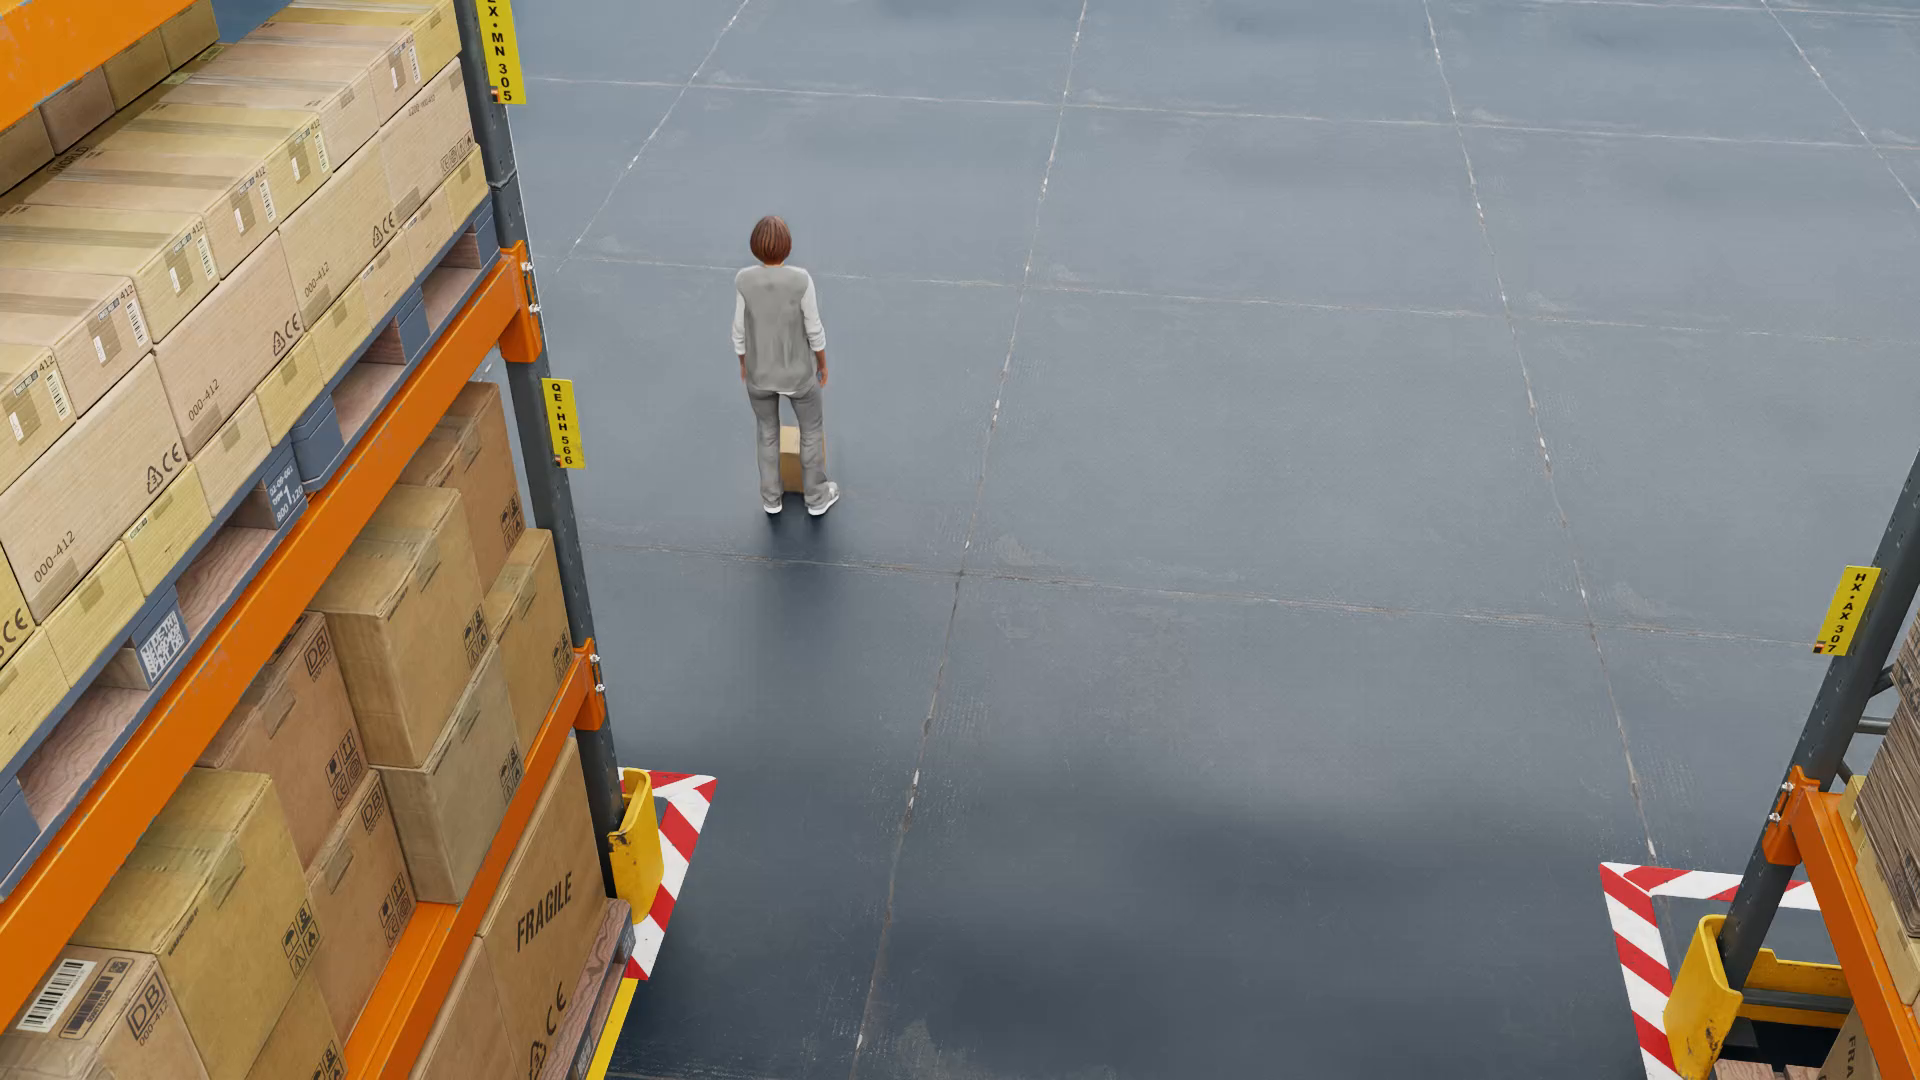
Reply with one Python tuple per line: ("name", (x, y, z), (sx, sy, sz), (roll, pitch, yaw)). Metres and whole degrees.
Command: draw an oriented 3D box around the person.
("person", (-0.869, -0.817, 8.145), (0.462, 1.592, 0.339), (3, 37, 4))
